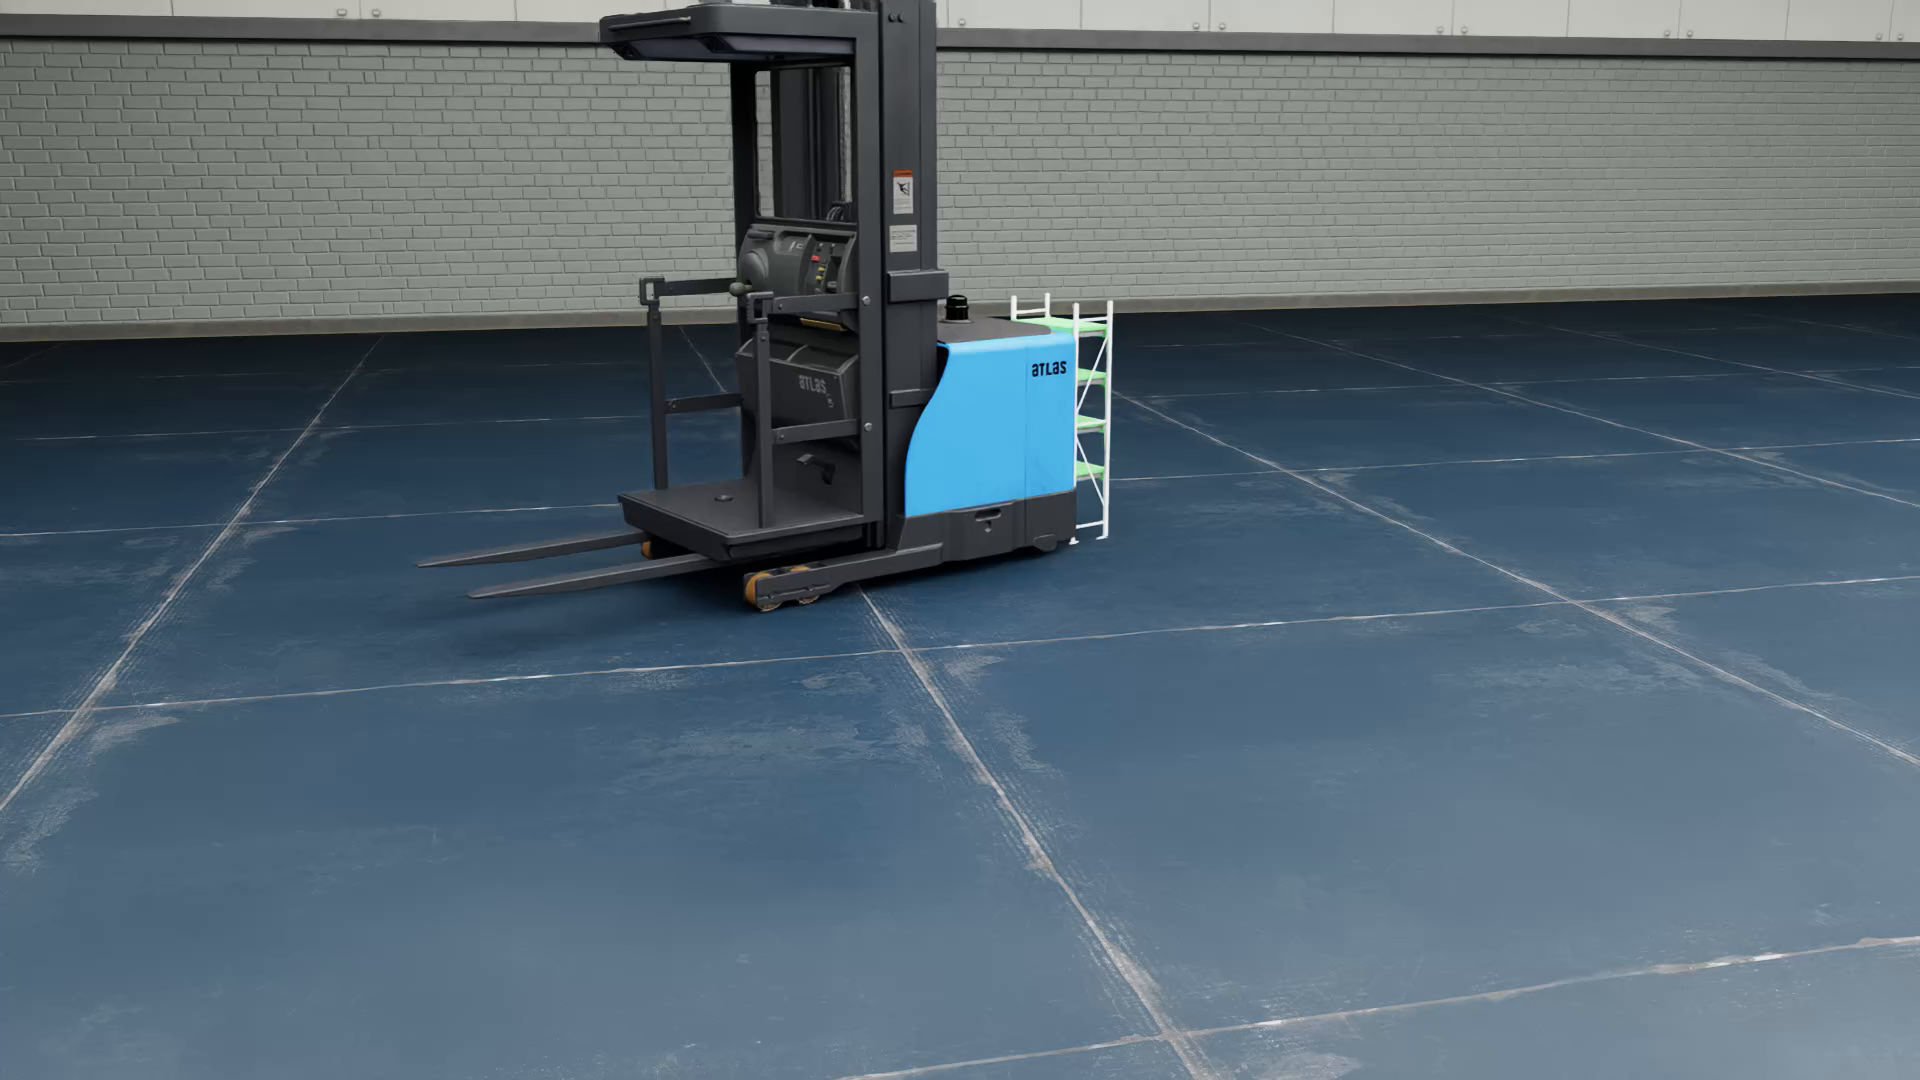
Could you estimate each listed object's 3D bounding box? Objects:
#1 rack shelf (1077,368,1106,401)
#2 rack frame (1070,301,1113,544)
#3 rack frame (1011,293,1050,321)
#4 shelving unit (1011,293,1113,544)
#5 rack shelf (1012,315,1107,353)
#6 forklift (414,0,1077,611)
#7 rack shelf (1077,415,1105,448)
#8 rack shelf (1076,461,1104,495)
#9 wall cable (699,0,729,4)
[{"bbox_3d":[0.507,-0.797,8.420,0.258,0.148,0.480,-10,17,-35],"label":"rack shelf"},{"bbox_3d":[0.652,-0.580,8.272,0.240,1.200,0.015,-10,17,-35],"label":"rack frame"},{"bbox_3d":[0.361,-0.673,8.653,0.240,1.200,0.015,-10,17,-35],"label":"rack frame"},{"bbox_3d":[0.507,-0.626,8.462,0.258,1.200,0.503,-10,17,-35],"label":"shelving unit"},{"bbox_3d":[0.507,-1.031,8.364,0.258,0.148,0.480,-10,17,-35],"label":"rack shelf"},{"bbox_3d":[-0.912,-1.259,7.403,3.031,2.935,1.130,-10,17,-35],"label":"forklift"},{"bbox_3d":[0.507,-0.564,8.477,0.258,0.148,0.480,-10,17,-35],"label":"rack shelf"},{"bbox_3d":[0.507,-0.331,8.534,0.258,0.148,0.480,-10,17,-35],"label":"rack shelf"},{"bbox_3d":[-1.572,-8.419,16.761,2.305,6.003,0.169,-3,14,-13],"label":"wall cable"}]
